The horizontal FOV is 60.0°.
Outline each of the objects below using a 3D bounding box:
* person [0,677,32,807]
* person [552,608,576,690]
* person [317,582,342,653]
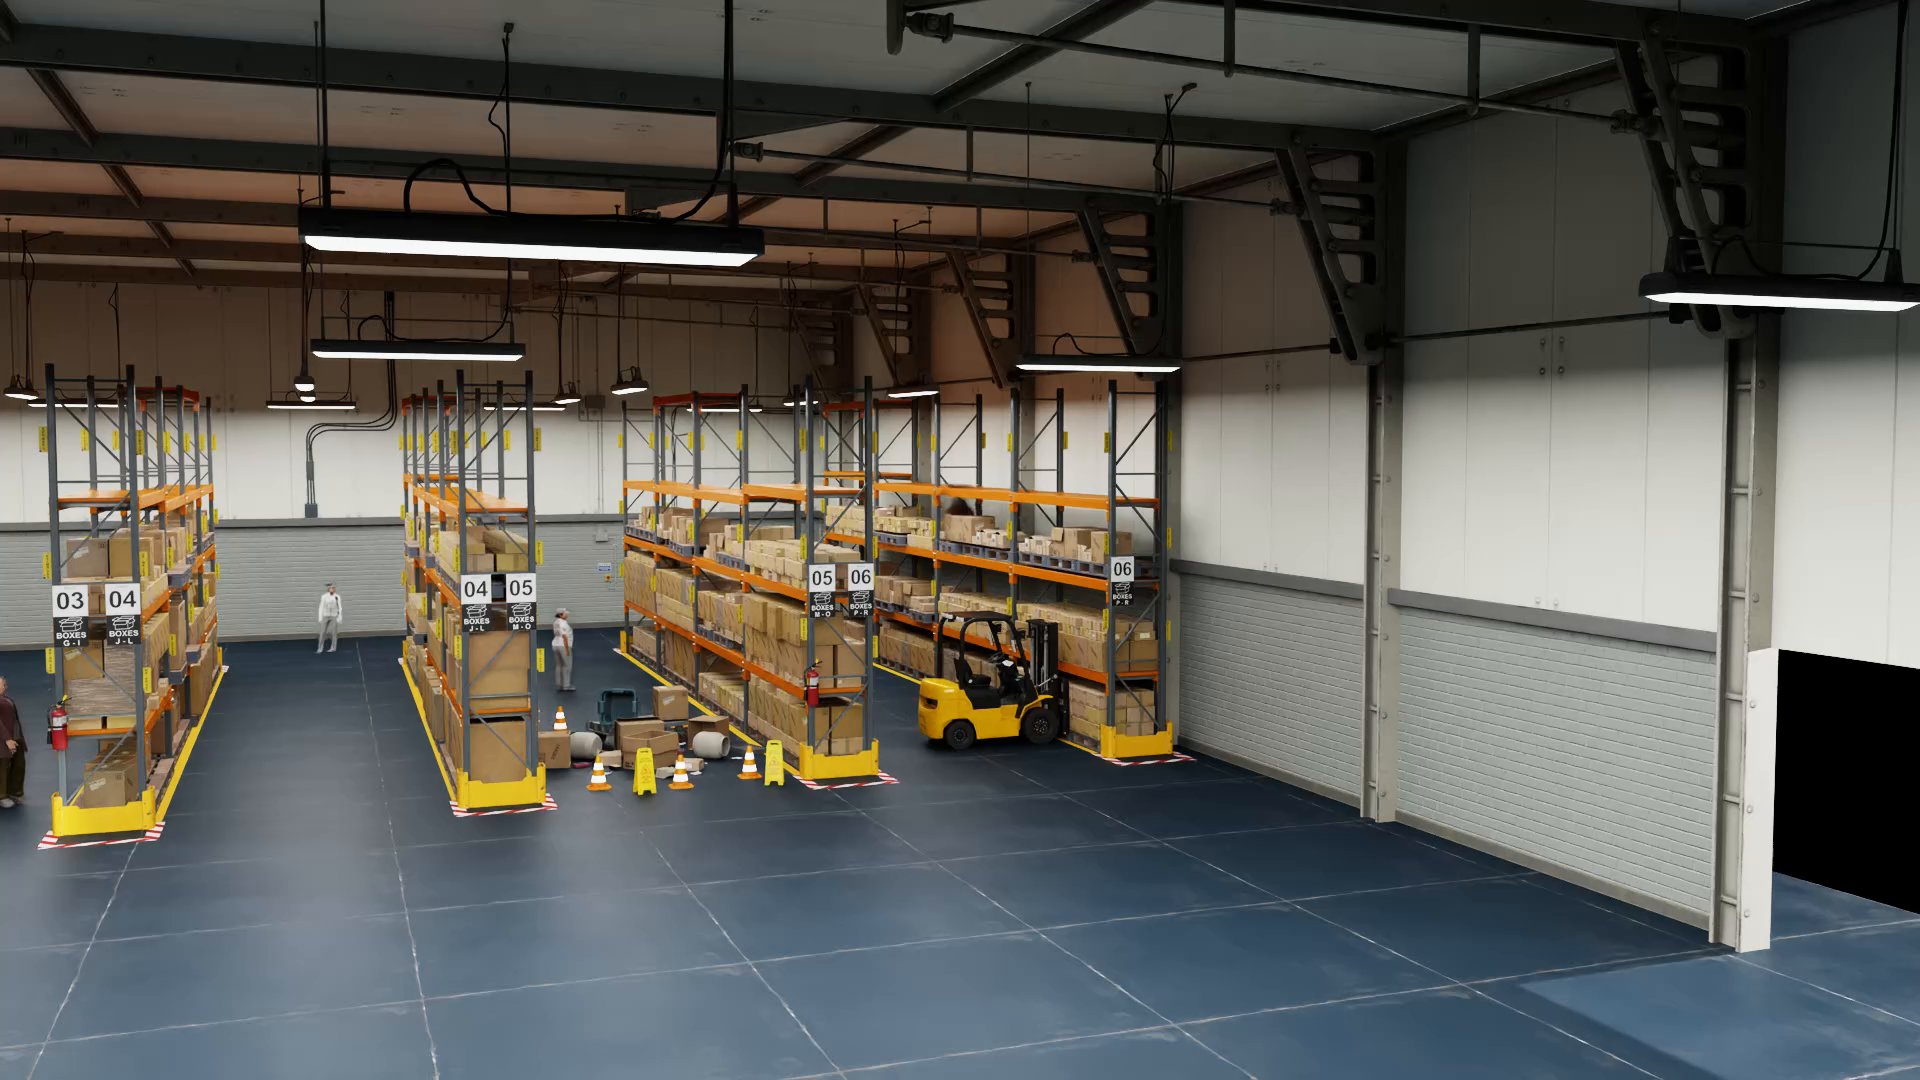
[{"bbox_3d":[-13.106,2.892,22.888,0.586,1.634,0.600,1,3,10],"label":"person"},{"bbox_3d":[-8.025,2.197,33.647,0.528,1.663,0.419,3,5,45],"label":"person"},{"bbox_3d":[-15.072,1.853,39.722,0.597,1.688,0.337,-1,4,-18],"label":"person"}]
